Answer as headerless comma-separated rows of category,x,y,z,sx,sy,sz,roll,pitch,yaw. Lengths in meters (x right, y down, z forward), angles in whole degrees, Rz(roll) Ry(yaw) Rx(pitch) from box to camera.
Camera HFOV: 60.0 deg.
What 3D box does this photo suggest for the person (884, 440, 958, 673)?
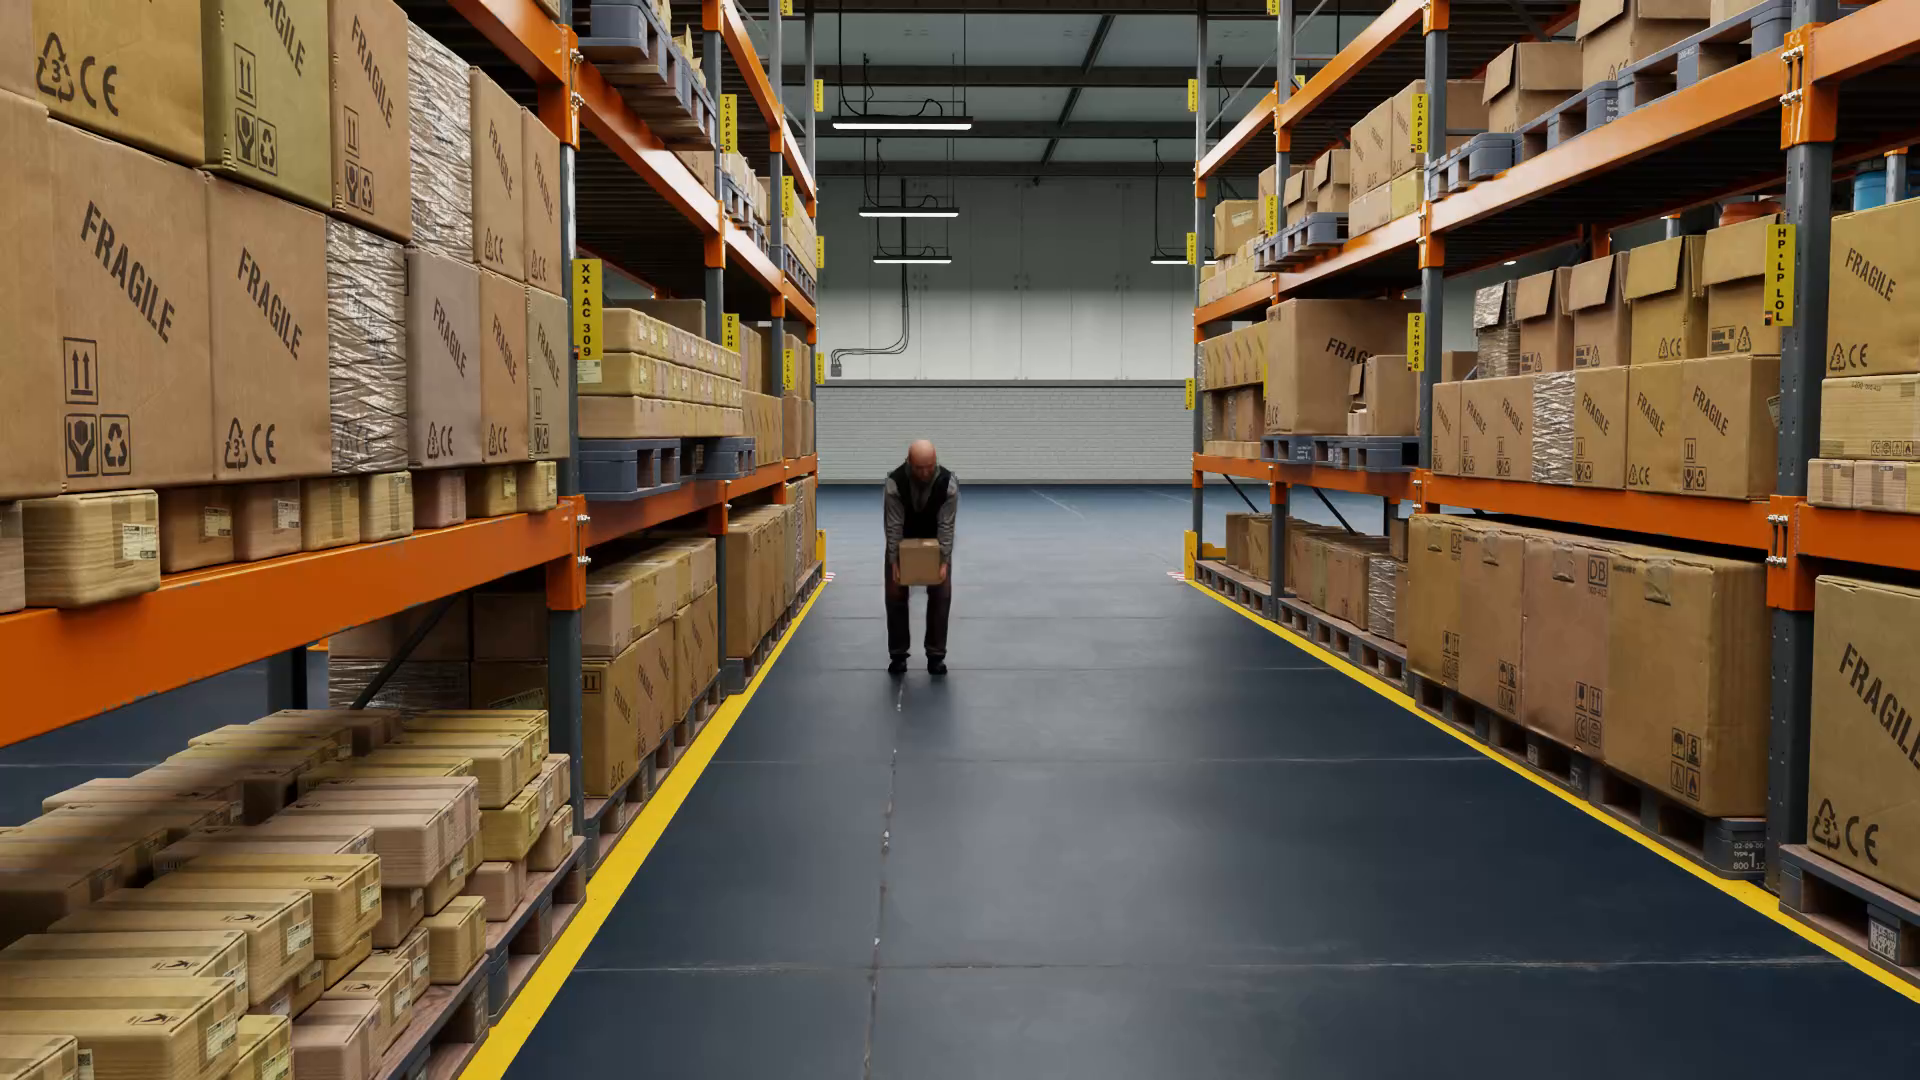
person,-0.250,0.111,10.562,0.466,1.487,0.799,0,4,-3
